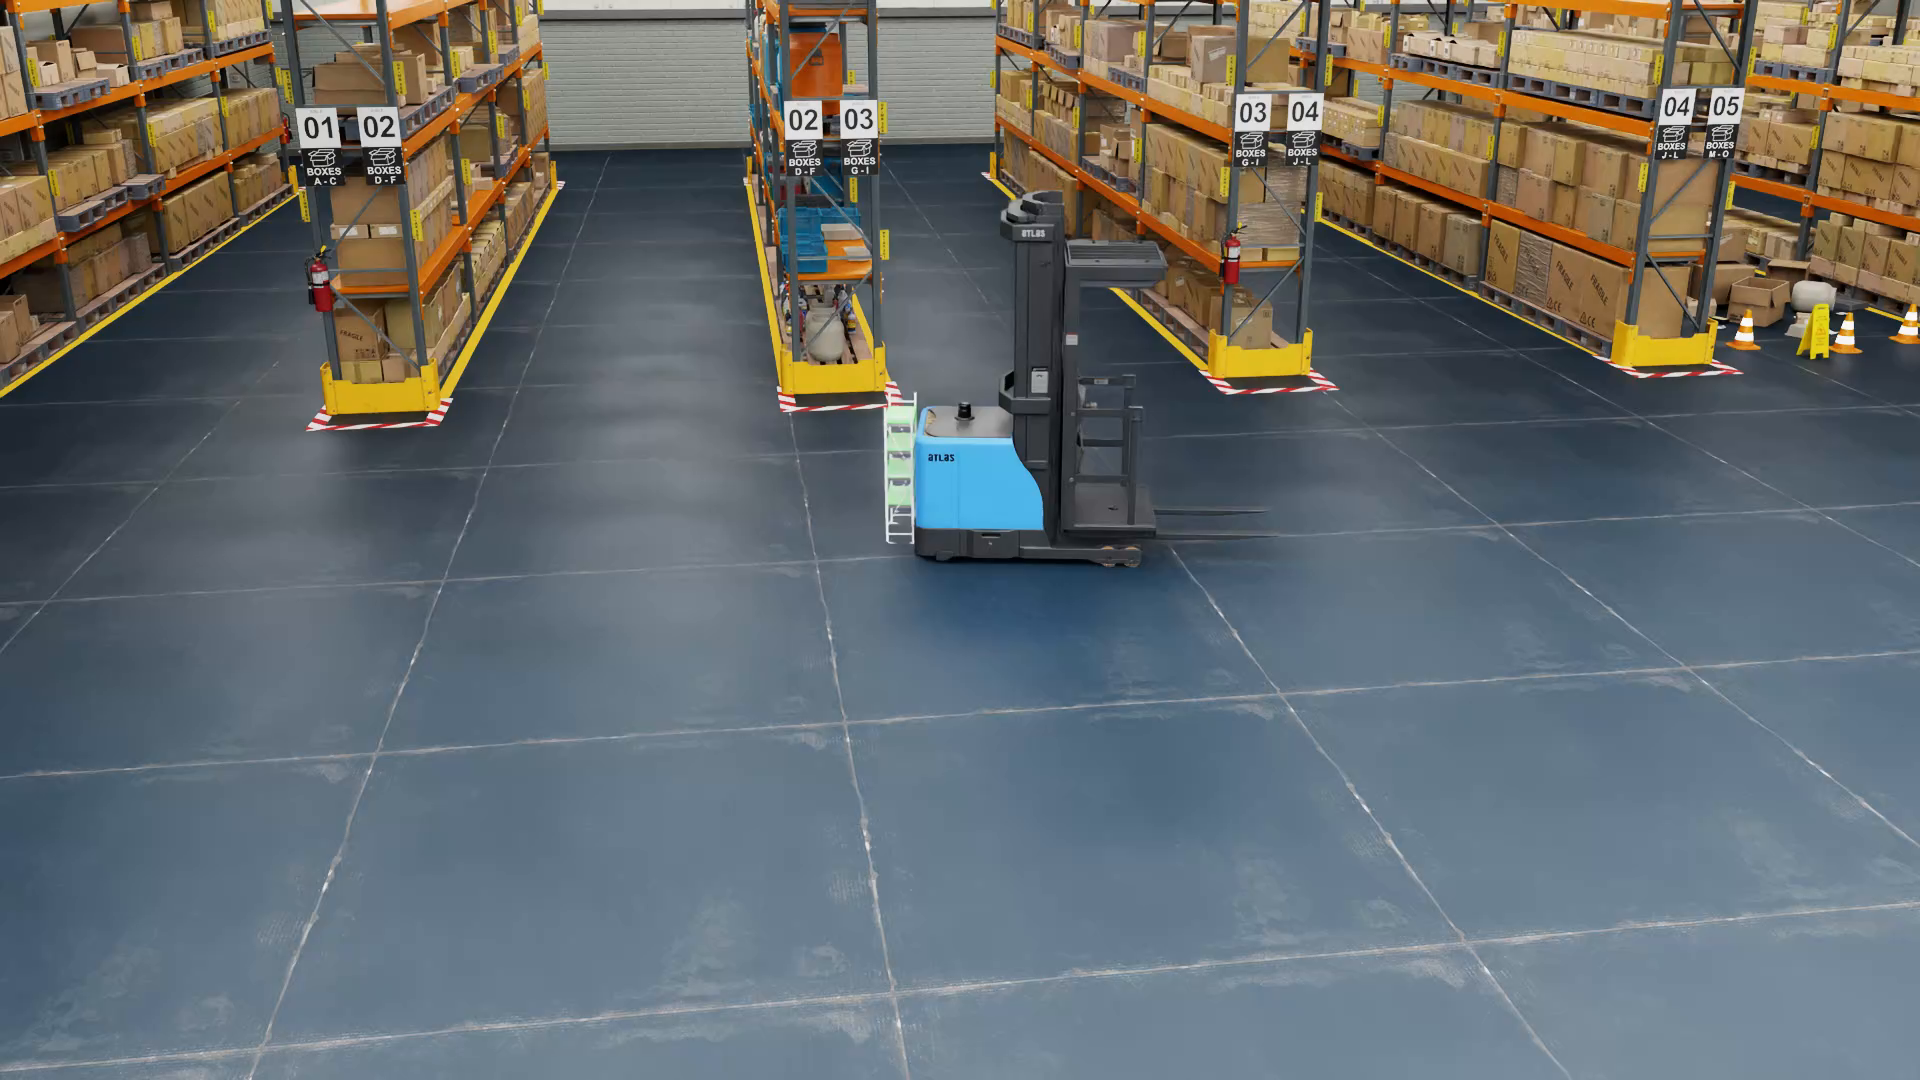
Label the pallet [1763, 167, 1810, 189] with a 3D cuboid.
[{"bbox_3d":[12.786,-5.414,24.773,1.003,0.211,1.213,-3,21,-8],"label":"pallet"}]

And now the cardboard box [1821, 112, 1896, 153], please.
[{"bbox_3d":[12.601,-5.723,23.330,0.700,0.500,0.500,-3,21,-8],"label":"cardboard box"}]

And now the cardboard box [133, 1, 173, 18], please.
[{"bbox_3d":[-12.916,-8.451,26.498,0.500,0.250,0.500,-1,21,-4],"label":"cardboard box"}]

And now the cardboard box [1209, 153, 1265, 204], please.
[{"bbox_3d":[3.198,-4.180,19.197,0.500,0.500,0.500,-3,21,-8],"label":"cardboard box"}]

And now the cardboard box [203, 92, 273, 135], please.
[{"bbox_3d":[-13.290,-7.851,30.594,0.980,0.700,0.700,-3,21,-8],"label":"cardboard box"}]

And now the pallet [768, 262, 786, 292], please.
[{"bbox_3d":[-2.287,-3.869,24.348,1.003,0.211,1.213,-3,21,-8],"label":"pallet"}]

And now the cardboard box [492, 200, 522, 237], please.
[{"bbox_3d":[-7.366,-5.181,26.818,0.500,0.500,0.500,-3,21,-8],"label":"cardboard box"}]

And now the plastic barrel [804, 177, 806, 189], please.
[{"bbox_3d":[-2.045,-5.292,23.978,0.433,0.535,0.433,0,20,0],"label":"plastic barrel"}]

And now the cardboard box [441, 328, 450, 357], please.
[{"bbox_3d":[-6.286,-2.300,19.492,0.500,0.250,0.500,-3,21,-8],"label":"cardboard box"}]

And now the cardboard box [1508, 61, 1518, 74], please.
[{"bbox_3d":[7.584,-6.335,22.294,0.380,0.149,0.250,-3,21,-9],"label":"cardboard box"}]

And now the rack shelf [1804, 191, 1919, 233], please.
[{"bbox_3d":[13.040,-4.202,22.283,1.077,0.370,4.000,-3,21,-8],"label":"rack shelf"}]

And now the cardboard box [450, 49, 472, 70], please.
[{"bbox_3d":[-7.220,-6.816,23.578,0.500,0.250,0.500,-2,21,-6],"label":"cardboard box"}]

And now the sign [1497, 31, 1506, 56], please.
[{"bbox_3d":[7.333,-6.711,22.497,0.100,0.325,0.005,-3,21,-8],"label":"sign"}]

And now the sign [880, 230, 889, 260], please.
[{"bbox_3d":[-0.834,-3.253,18.318,0.100,0.325,0.005,-3,21,-8],"label":"sign"}]

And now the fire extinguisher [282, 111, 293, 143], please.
[{"bbox_3d":[-13.054,-8.002,32.071,0.296,0.674,0.183,-3,21,-8],"label":"fire extinguisher"}]

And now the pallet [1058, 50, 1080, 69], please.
[{"bbox_3d":[2.223,-7.654,26.479,1.213,0.211,1.003,-2,21,-5],"label":"pallet"}]

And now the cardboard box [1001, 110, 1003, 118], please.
[{"bbox_3d":[1.016,-8.452,32.993,0.380,0.149,0.250,-3,21,-9],"label":"cardboard box"}]

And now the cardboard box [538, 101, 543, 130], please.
[{"bbox_3d":[-8.109,-7.942,31.123,0.500,0.500,0.500,-3,21,-7],"label":"cardboard box"}]

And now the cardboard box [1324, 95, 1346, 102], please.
[{"bbox_3d":[6.893,-8.087,31.089,0.500,0.500,0.500,-3,21,-9],"label":"cardboard box"}]

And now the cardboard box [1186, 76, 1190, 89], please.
[{"bbox_3d":[2.983,-5.589,20.324,0.380,0.149,0.250,-2,21,-6],"label":"cardboard box"}]

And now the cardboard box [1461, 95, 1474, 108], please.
[{"bbox_3d":[10.807,-9.253,34.634,0.500,0.500,0.500,-3,21,-8],"label":"cardboard box"}]

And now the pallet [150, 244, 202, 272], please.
[{"bbox_3d":[-12.375,-4.338,25.603,1.003,0.211,1.213,-3,21,-8],"label":"pallet"}]

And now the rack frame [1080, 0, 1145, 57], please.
[{"bbox_3d":[2.369,-8.927,25.331,1.000,3.000,0.127,-3,21,-8],"label":"rack frame"}]

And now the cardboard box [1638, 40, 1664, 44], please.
[{"bbox_3d":[8.529,-6.039,20.361,0.380,0.149,0.250,-3,21,-8],"label":"cardboard box"}]

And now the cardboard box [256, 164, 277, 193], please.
[{"bbox_3d":[-13.217,-6.753,31.055,0.700,0.500,0.500,-3,21,-8],"label":"cardboard box"}]

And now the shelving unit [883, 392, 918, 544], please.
[{"bbox_3d":[-0.502,-0.620,14.236,0.258,1.200,0.503,1,20,2],"label":"shelving unit"}]

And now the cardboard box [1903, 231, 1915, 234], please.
[{"bbox_3d":[13.252,-3.948,22.831,0.500,0.500,0.500,-2,21,-5],"label":"cardboard box"}]

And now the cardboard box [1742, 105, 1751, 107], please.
[{"bbox_3d":[12.516,-6.856,27.192,0.500,0.500,0.500,-4,21,-9],"label":"cardboard box"}]

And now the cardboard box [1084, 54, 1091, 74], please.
[{"bbox_3d":[2.185,-7.276,25.412,0.500,0.250,0.500,-3,21,-7],"label":"cardboard box"}]

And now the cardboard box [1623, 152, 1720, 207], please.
[{"bbox_3d":[8.430,-4.269,19.675,0.875,0.550,0.550,-3,21,-8],"label":"cardboard box"}]

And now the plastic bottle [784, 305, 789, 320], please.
[{"bbox_3d":[-2.107,-2.778,20.705,0.152,0.276,0.135,-3,21,-9],"label":"plastic bottle"}]

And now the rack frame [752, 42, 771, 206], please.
[{"bbox_3d":[-3.109,-7.252,29.420,1.000,3.000,0.127,-3,21,-8],"label":"rack frame"}]

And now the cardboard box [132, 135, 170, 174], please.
[{"bbox_3d":[-12.153,-5.744,24.786,0.500,0.500,0.500,-2,21,-6],"label":"cardboard box"}]

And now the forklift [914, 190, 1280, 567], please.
[{"bbox_3d":[1.152,-1.340,13.688,3.031,2.935,1.130,1,20,2],"label":"forklift"}]

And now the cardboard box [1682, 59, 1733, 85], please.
[{"bbox_3d":[8.629,-5.460,19.382,0.500,0.250,0.500,-3,21,-8],"label":"cardboard box"}]

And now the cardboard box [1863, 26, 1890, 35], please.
[{"bbox_3d":[16.406,-9.130,29.777,0.380,0.149,0.250,-2,21,-7],"label":"cardboard box"}]

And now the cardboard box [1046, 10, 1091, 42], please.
[{"bbox_3d":[1.886,-8.950,28.937,0.700,0.500,0.500,-2,21,-6],"label":"cardboard box"}]

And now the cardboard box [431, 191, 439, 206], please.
[{"bbox_3d":[-6.425,-4.061,19.807,0.380,0.149,0.250,-2,21,-6],"label":"cardboard box"}]

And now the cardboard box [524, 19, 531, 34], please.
[{"bbox_3d":[-8.042,-9.273,30.045,0.500,0.250,0.500,-3,21,-8],"label":"cardboard box"}]

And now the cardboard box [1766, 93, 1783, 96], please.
[{"bbox_3d":[16.554,-8.860,33.513,0.500,0.250,0.500,-2,21,-7],"label":"cardboard box"}]

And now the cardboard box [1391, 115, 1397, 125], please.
[{"bbox_3d":[7.375,-6.953,27.527,0.380,0.149,0.250,-3,21,-9],"label":"cardboard box"}]

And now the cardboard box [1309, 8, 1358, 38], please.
[{"bbox_3d":[6.661,-9.229,29.683,0.700,0.500,0.500,-3,21,-8],"label":"cardboard box"}]

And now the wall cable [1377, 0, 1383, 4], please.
[{"bbox_3d":[9.923,-14.152,39.321,0.463,3.000,0.029,-3,21,-8],"label":"wall cable"}]

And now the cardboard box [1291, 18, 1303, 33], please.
[{"bbox_3d":[6.397,-9.433,30.473,0.500,0.250,0.500,-4,21,-10],"label":"cardboard box"}]

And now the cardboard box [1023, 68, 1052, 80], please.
[{"bbox_3d":[1.546,-9.152,33.224,0.500,0.500,0.500,-3,21,-7],"label":"cardboard box"}]

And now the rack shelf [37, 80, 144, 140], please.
[{"bbox_3d":[-12.048,-5.743,22.121,1.077,0.370,4.000,-3,21,-8],"label":"rack shelf"}]

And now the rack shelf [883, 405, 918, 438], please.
[{"bbox_3d":[-0.502,-1.010,14.090,0.258,0.148,0.480,1,20,2],"label":"rack shelf"}]

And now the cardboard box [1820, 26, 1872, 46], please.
[{"bbox_3d":[12.982,-7.392,24.408,0.500,0.250,0.500,-3,21,-9],"label":"cardboard box"}]

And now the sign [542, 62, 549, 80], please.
[{"bbox_3d":[-8.036,-9.100,32.261,0.100,0.325,0.005,-3,21,-8],"label":"sign"}]

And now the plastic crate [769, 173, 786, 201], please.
[{"bbox_3d":[-2.423,-4.841,22.988,0.392,0.384,0.575,-3,21,-8],"label":"plastic crate"}]

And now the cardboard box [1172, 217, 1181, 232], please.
[{"bbox_3d":[2.908,-4.006,21.088,0.380,0.149,0.250,-3,21,-8],"label":"cardboard box"}]

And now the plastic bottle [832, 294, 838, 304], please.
[{"bbox_3d":[-1.601,-3.015,21.329,0.061,0.283,0.133,-3,21,-8],"label":"plastic bottle"}]

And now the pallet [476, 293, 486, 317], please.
[{"bbox_3d":[-7.003,-3.181,22.504,1.003,0.211,1.213,-3,21,-8],"label":"pallet"}]

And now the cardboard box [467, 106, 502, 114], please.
[{"bbox_3d":[-8.164,-7.072,28.195,0.700,0.500,0.500,-10,23,-26],"label":"cardboard box"}]
